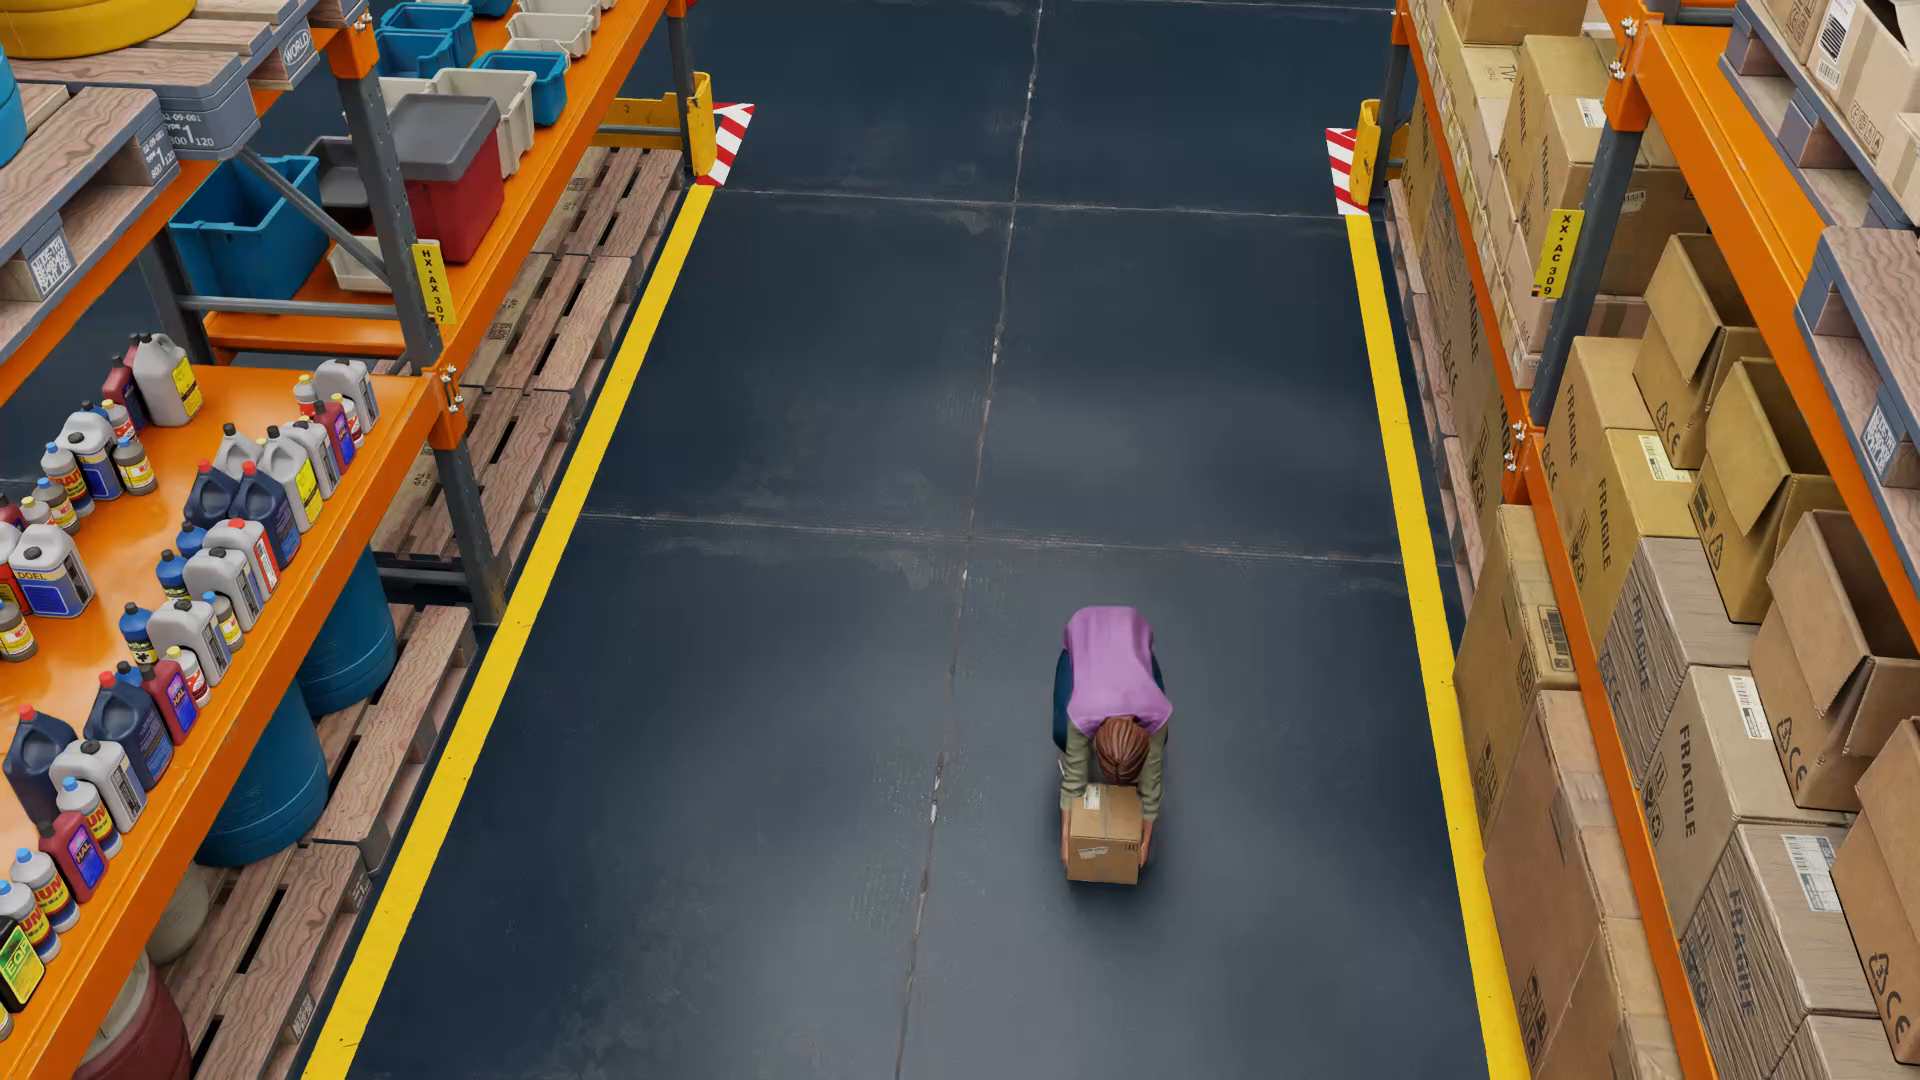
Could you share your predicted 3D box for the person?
[{"bbox_3d":[0.547,0.687,6.082,0.419,0.715,0.869,2,41,3],"label":"person"}]
